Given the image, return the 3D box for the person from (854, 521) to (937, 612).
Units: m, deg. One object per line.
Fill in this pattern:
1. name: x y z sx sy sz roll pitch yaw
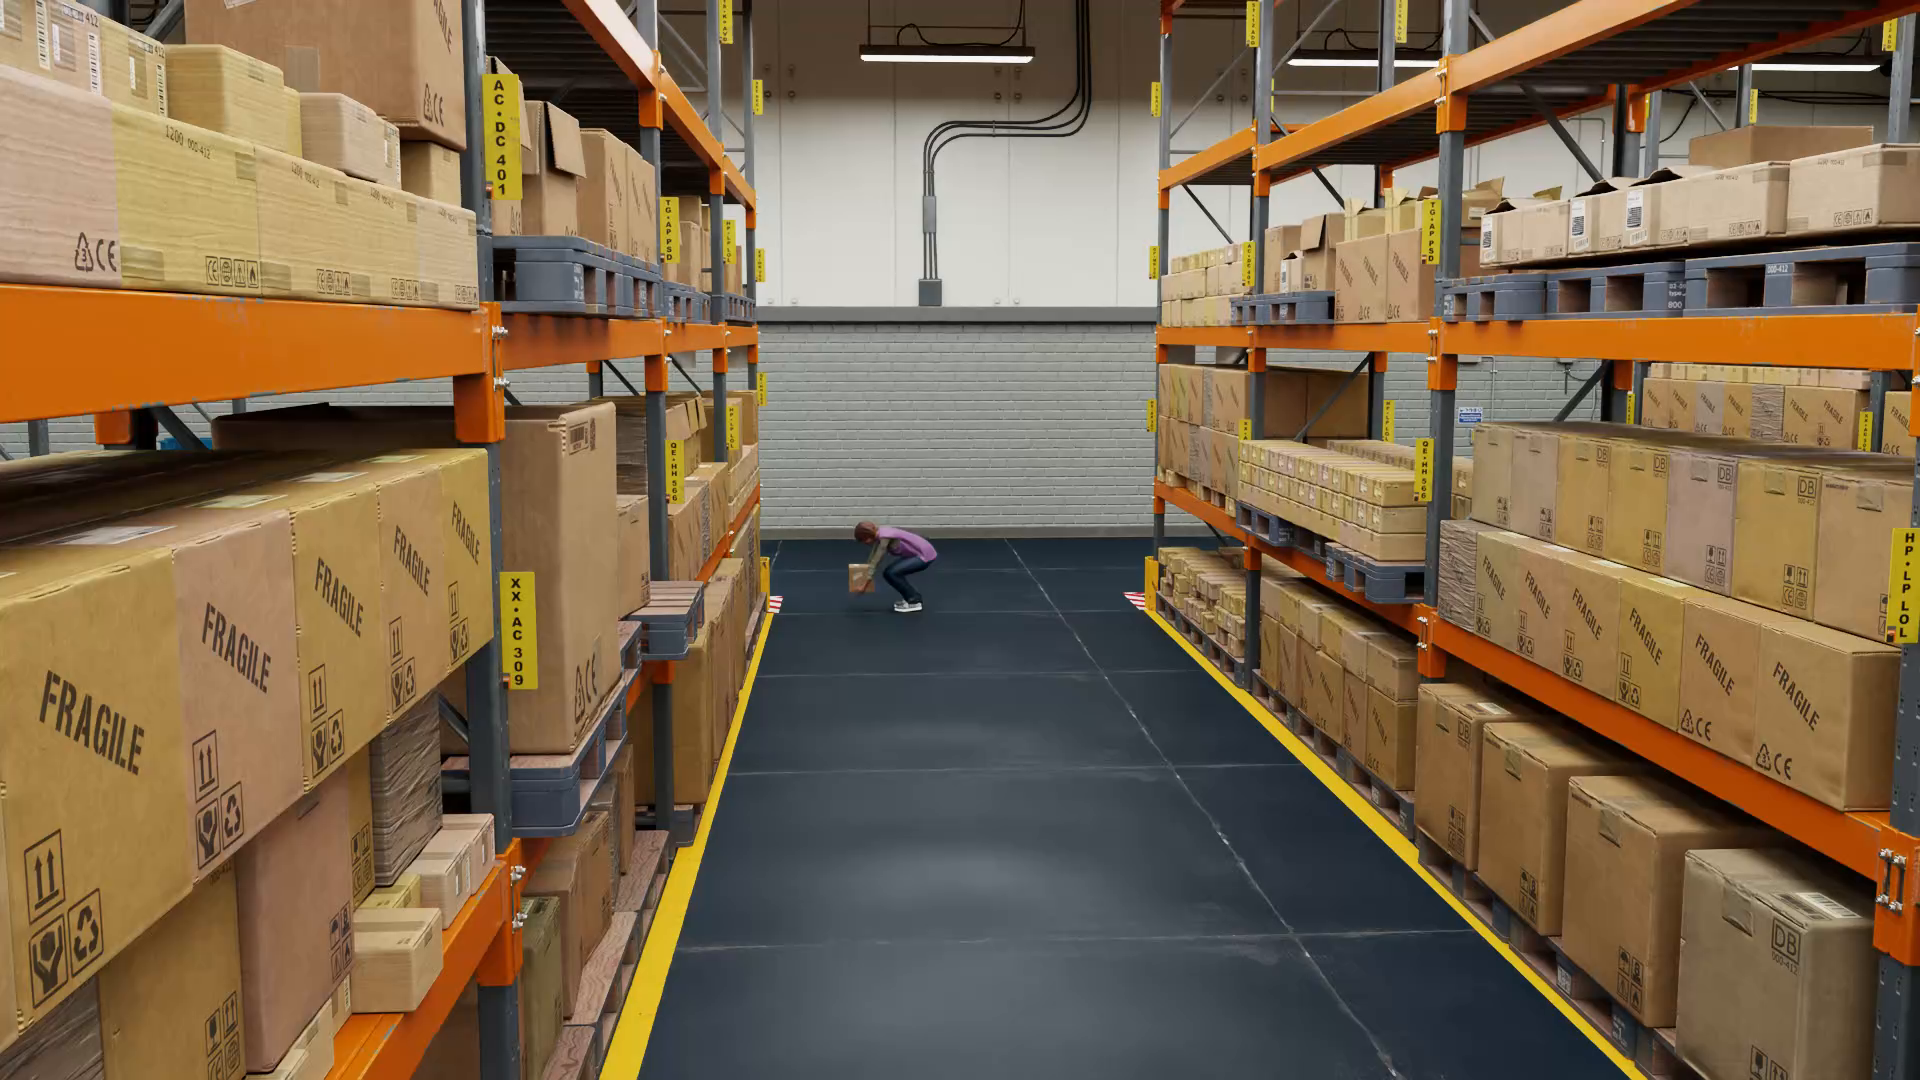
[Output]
1. person: -0.645 0.260 16.574 0.839 0.895 0.425 -1 7 -5
